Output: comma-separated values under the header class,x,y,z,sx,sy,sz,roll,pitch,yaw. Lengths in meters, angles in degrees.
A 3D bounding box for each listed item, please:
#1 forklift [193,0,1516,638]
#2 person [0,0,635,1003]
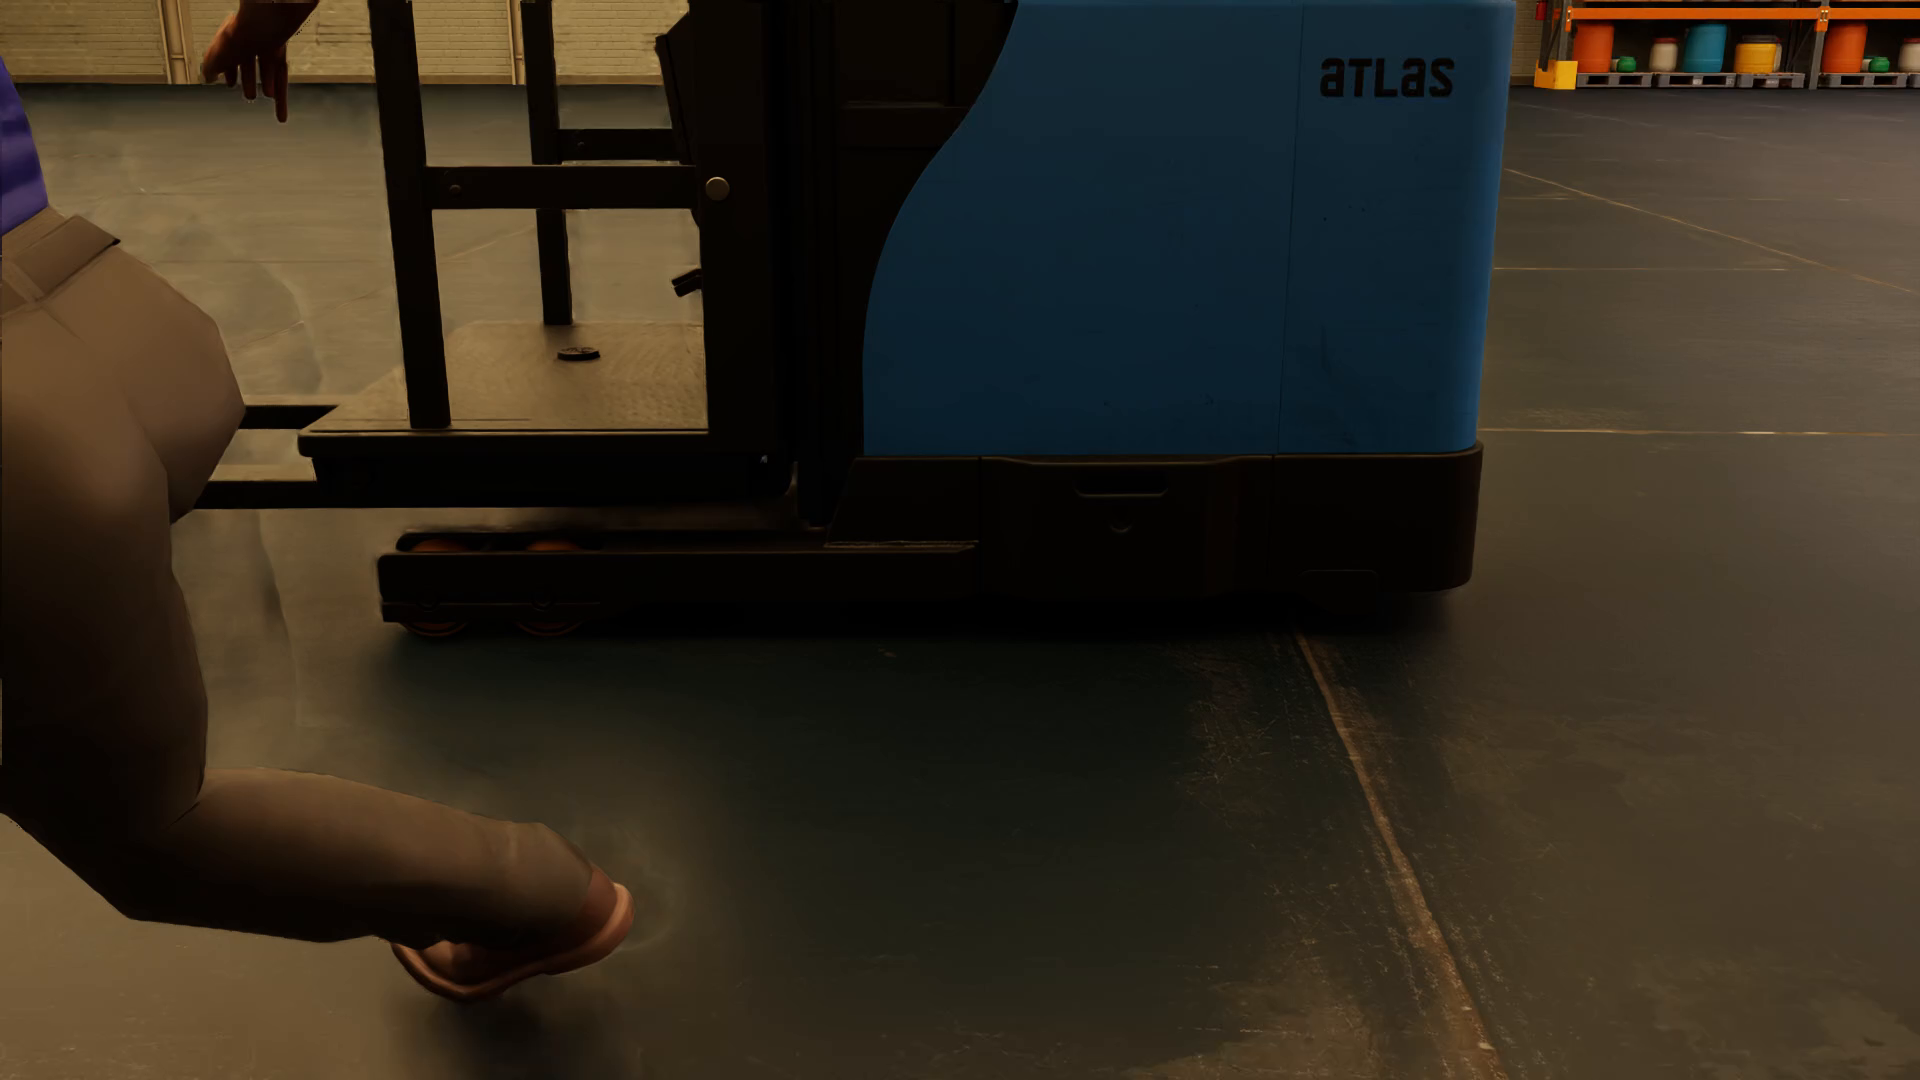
class,x,y,z,sx,sy,sz,roll,pitch,yaw
forklift,-0.622,-1.391,2.910,3.031,2.935,1.130,0,17,-1
person,-0.908,-0.136,1.463,1.052,1.446,0.859,5,18,15
